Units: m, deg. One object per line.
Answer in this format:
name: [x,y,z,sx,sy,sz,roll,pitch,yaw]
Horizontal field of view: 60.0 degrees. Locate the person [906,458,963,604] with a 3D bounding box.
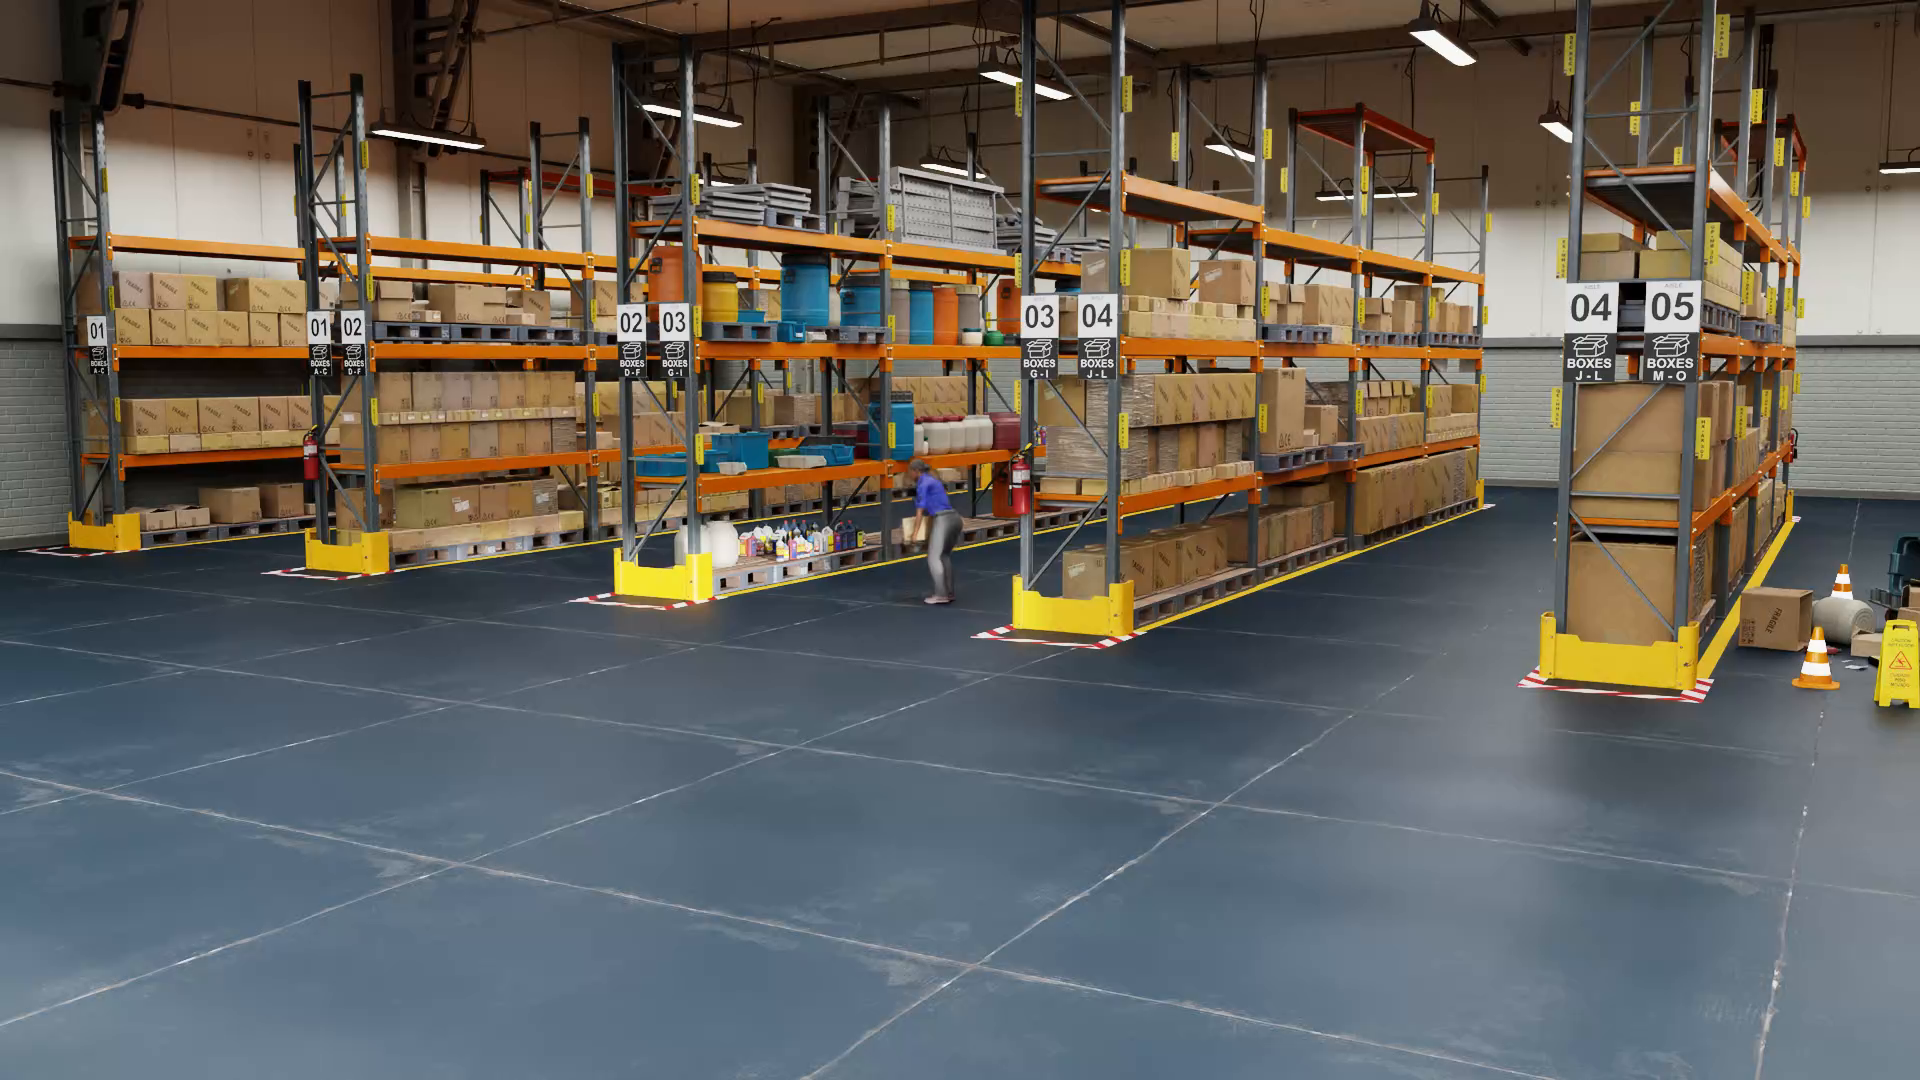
person: [-0.280,-0.101,17.906,0.596,1.550,0.407,3,7,27]
